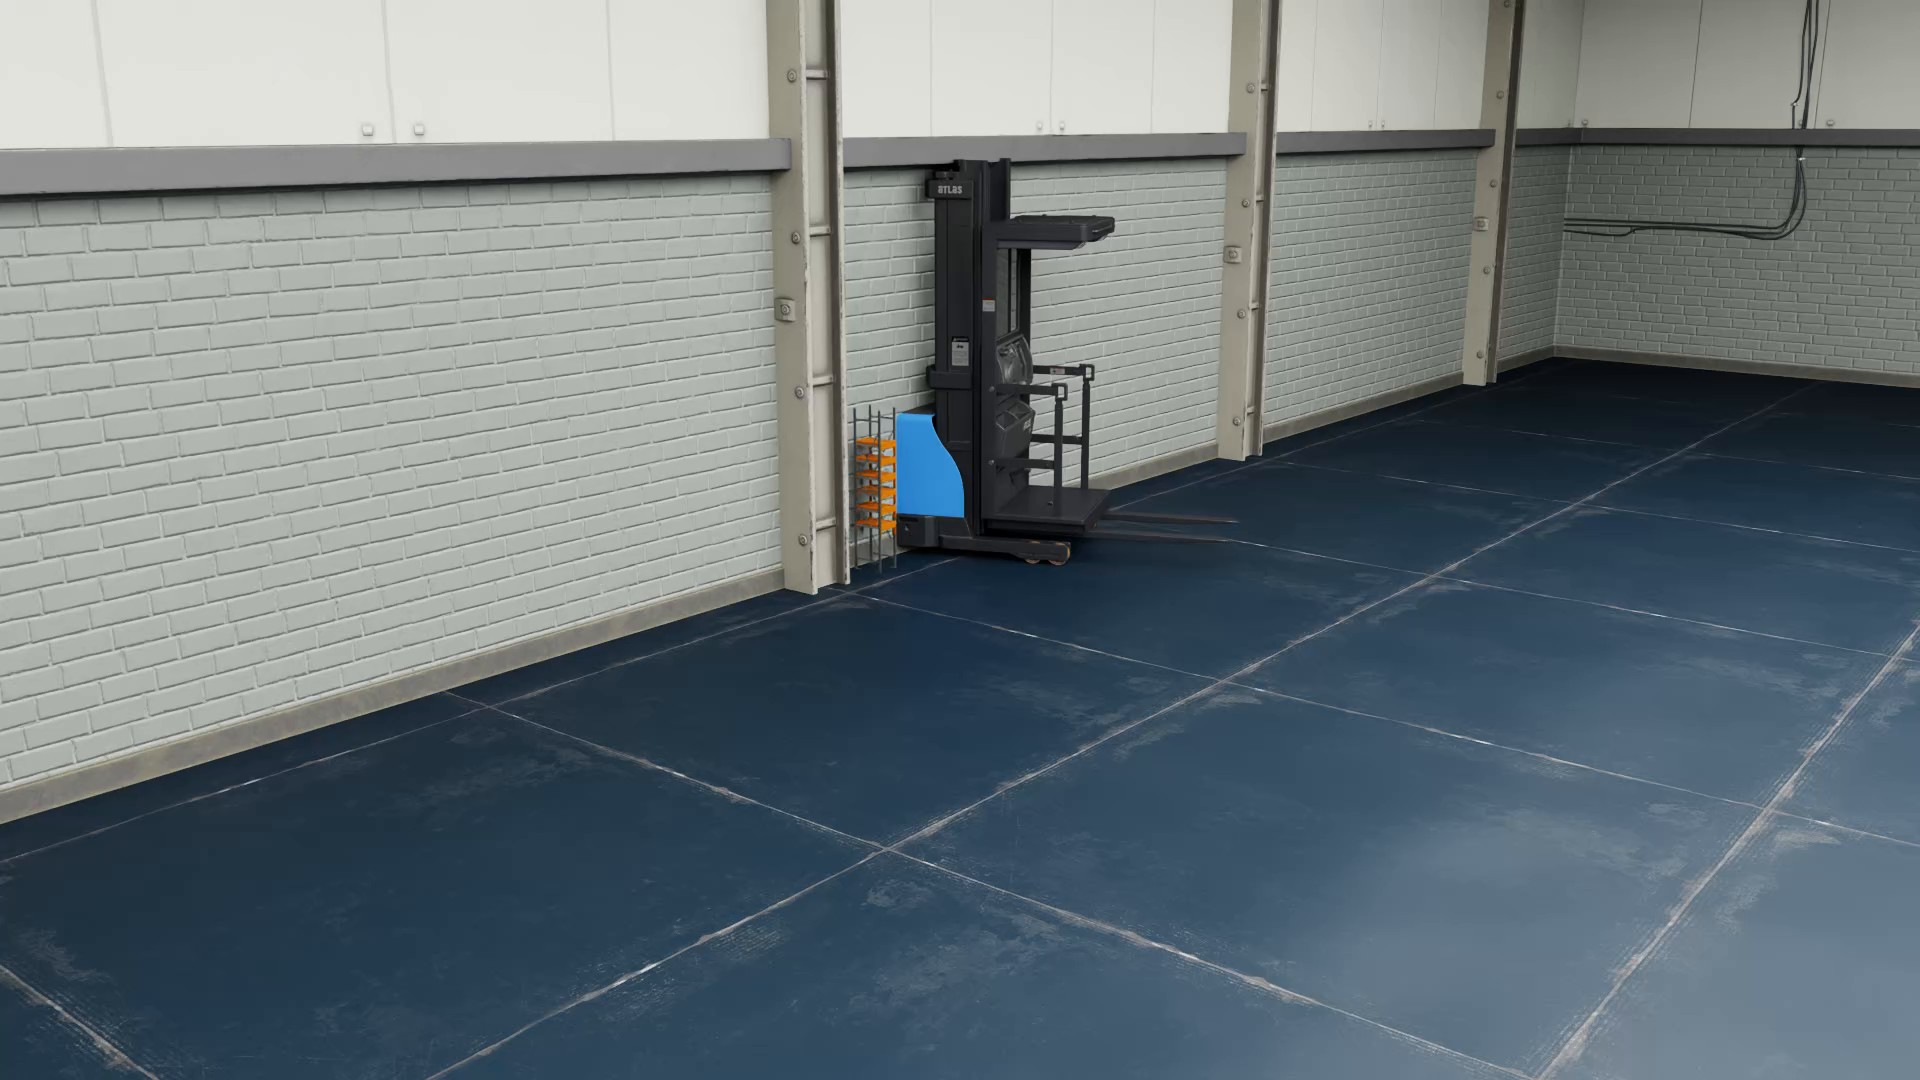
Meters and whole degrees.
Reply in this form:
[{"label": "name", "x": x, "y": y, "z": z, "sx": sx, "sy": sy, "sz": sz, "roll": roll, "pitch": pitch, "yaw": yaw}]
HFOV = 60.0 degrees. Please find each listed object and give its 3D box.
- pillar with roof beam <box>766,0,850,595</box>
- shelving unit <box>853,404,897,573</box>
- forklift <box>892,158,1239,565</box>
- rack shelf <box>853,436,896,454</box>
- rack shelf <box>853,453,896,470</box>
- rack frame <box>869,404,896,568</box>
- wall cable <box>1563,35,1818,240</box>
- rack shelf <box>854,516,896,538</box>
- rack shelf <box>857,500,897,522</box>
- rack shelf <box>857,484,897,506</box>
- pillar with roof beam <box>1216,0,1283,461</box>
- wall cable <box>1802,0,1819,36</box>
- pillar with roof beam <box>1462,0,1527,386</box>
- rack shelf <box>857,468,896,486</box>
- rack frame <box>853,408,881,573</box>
[{"label": "pillar with roof beam", "x": 2.322, "y": -3.374, "z": 8.129, "sx": 9.100, "sy": 9.000, "sz": 0.400, "roll": 11, "pitch": 18, "yaw": 38}, {"label": "shelving unit", "x": -0.621, "y": -0.373, "z": 12.149, "sx": 0.258, "sy": 1.200, "sz": 0.189, "roll": 9, "pitch": 16, "yaw": 33}, {"label": "forklift", "x": 0.602, "y": -1.378, "z": 12.596, "sx": 3.031, "sy": 2.935, "sz": 1.130, "roll": 4, "pitch": 15, "yaw": 15}, {"label": "rack shelf", "x": -0.619, "y": -0.679, "z": 12.074, "sx": 0.258, "sy": 0.103, "sz": 0.180, "roll": 9, "pitch": 16, "yaw": 33}, {"label": "rack shelf", "x": -0.620, "y": -0.563, "z": 12.102, "sx": 0.258, "sy": 0.103, "sz": 0.180, "roll": 9, "pitch": 16, "yaw": 33}, {"label": "rack frame", "x": -0.569, "y": -0.390, "z": 12.222, "sx": 0.240, "sy": 1.200, "sz": 0.006, "roll": 9, "pitch": 16, "yaw": 33}, {"label": "wall cable", "x": 9.396, "y": -5.193, "z": 21.596, "sx": 3.097, "sy": 2.526, "sz": 0.112, "roll": 11, "pitch": 18, "yaw": 38}, {"label": "rack shelf", "x": -0.622, "y": -0.096, "z": 12.216, "sx": 0.258, "sy": 0.103, "sz": 0.180, "roll": 9, "pitch": 16, "yaw": 33}, {"label": "rack shelf", "x": -0.622, "y": -0.213, "z": 12.188, "sx": 0.258, "sy": 0.103, "sz": 0.180, "roll": 9, "pitch": 16, "yaw": 33}, {"label": "rack shelf", "x": -0.621, "y": -0.329, "z": 12.159, "sx": 0.258, "sy": 0.103, "sz": 0.180, "roll": 9, "pitch": 16, "yaw": 33}, {"label": "pillar with roof beam", "x": 6.093, "y": -4.523, "z": 12.653, "sx": 9.100, "sy": 9.000, "sz": 0.400, "roll": 11, "pitch": 18, "yaw": 38}, {"label": "wall cable", "x": 11.500, "y": -7.222, "z": 19.326, "sx": 3.097, "sy": 2.526, "sz": 0.112, "roll": 11, "pitch": 18, "yaw": 38}, {"label": "pillar with roof beam", "x": 9.865, "y": -5.673, "z": 17.176, "sx": 9.100, "sy": 9.000, "sz": 0.400, "roll": 11, "pitch": 18, "yaw": 38}, {"label": "rack shelf", "x": -0.620, "y": -0.446, "z": 12.131, "sx": 0.258, "sy": 0.103, "sz": 0.180, "roll": 9, "pitch": 16, "yaw": 33}, {"label": "rack frame", "x": -0.672, "y": -0.355, "z": 12.075, "sx": 0.240, "sy": 1.200, "sz": 0.006, "roll": 9, "pitch": 16, "yaw": 33}]
